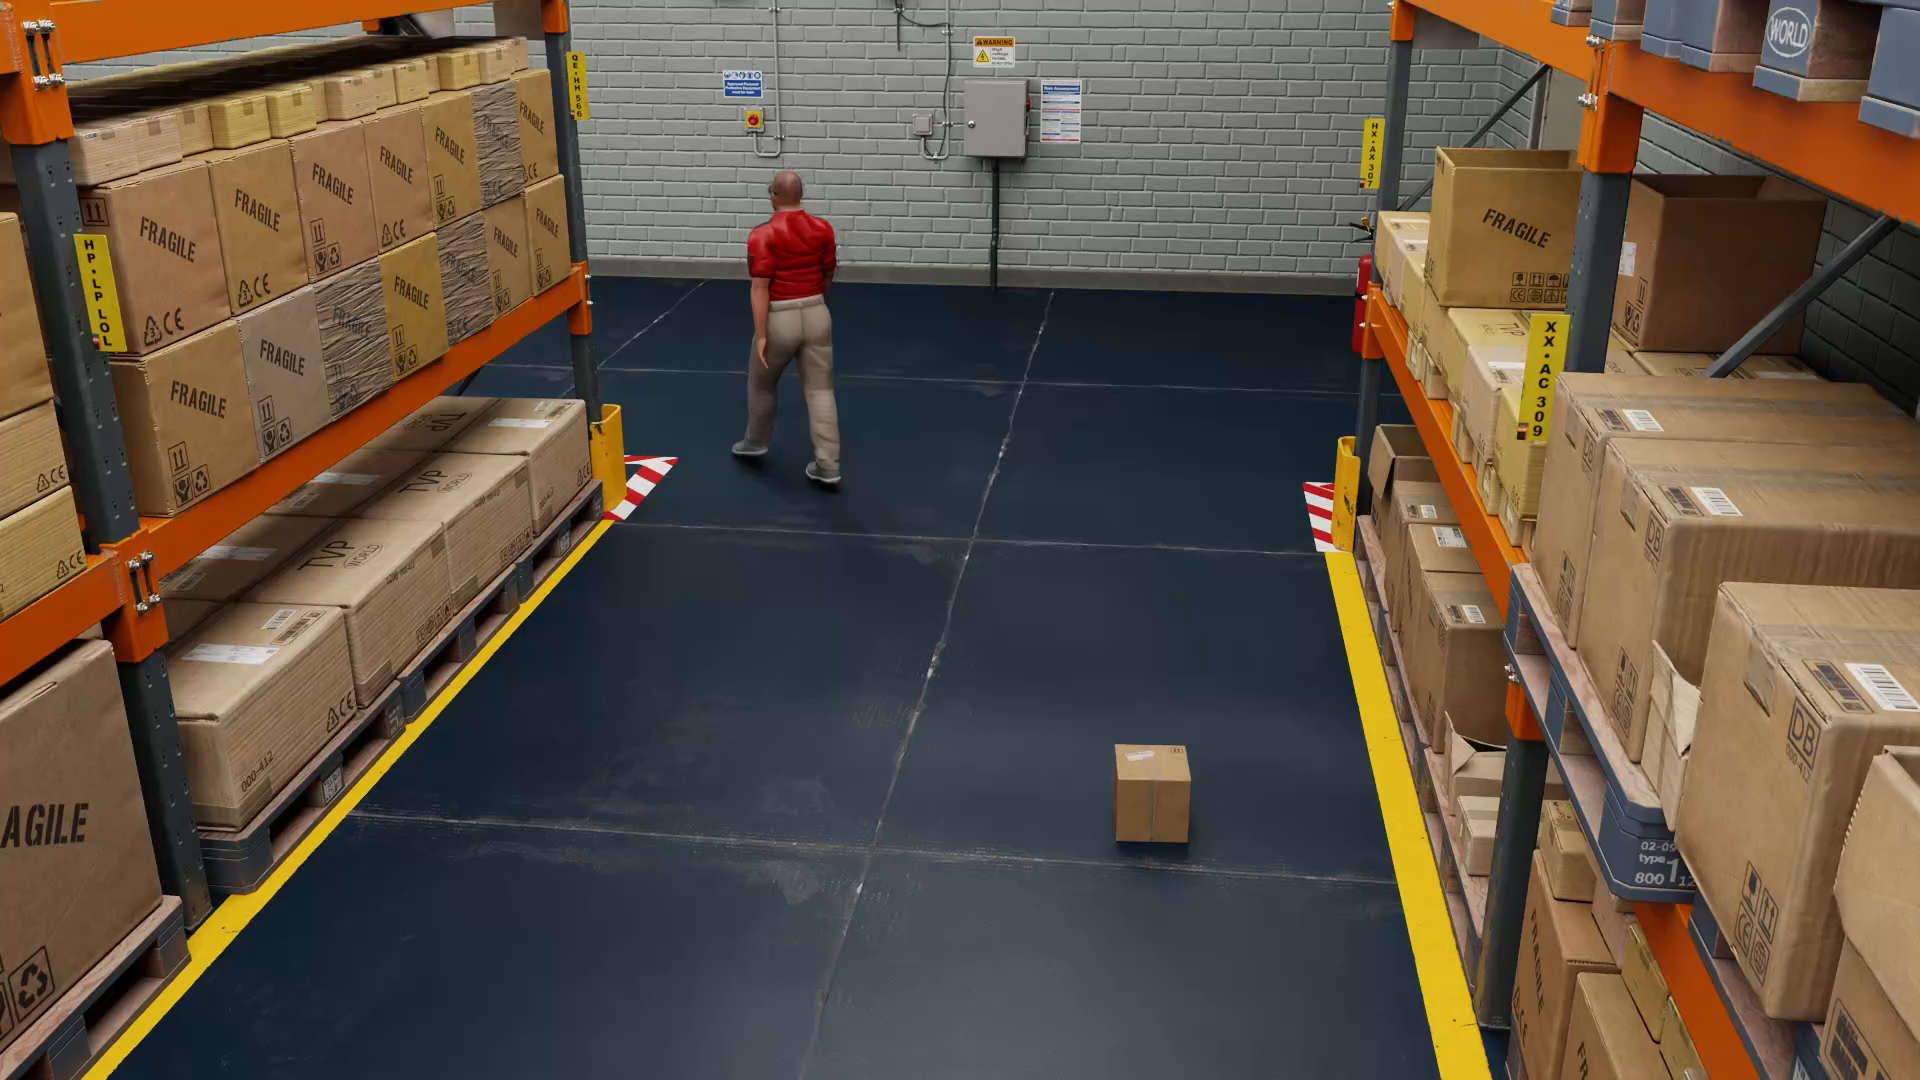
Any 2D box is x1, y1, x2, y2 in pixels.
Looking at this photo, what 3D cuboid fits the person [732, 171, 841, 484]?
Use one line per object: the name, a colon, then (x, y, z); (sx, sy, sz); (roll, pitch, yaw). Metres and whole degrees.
person: (-0.962, -1.205, 9.215); (0.546, 1.694, 0.945); (-10, 23, -24)
